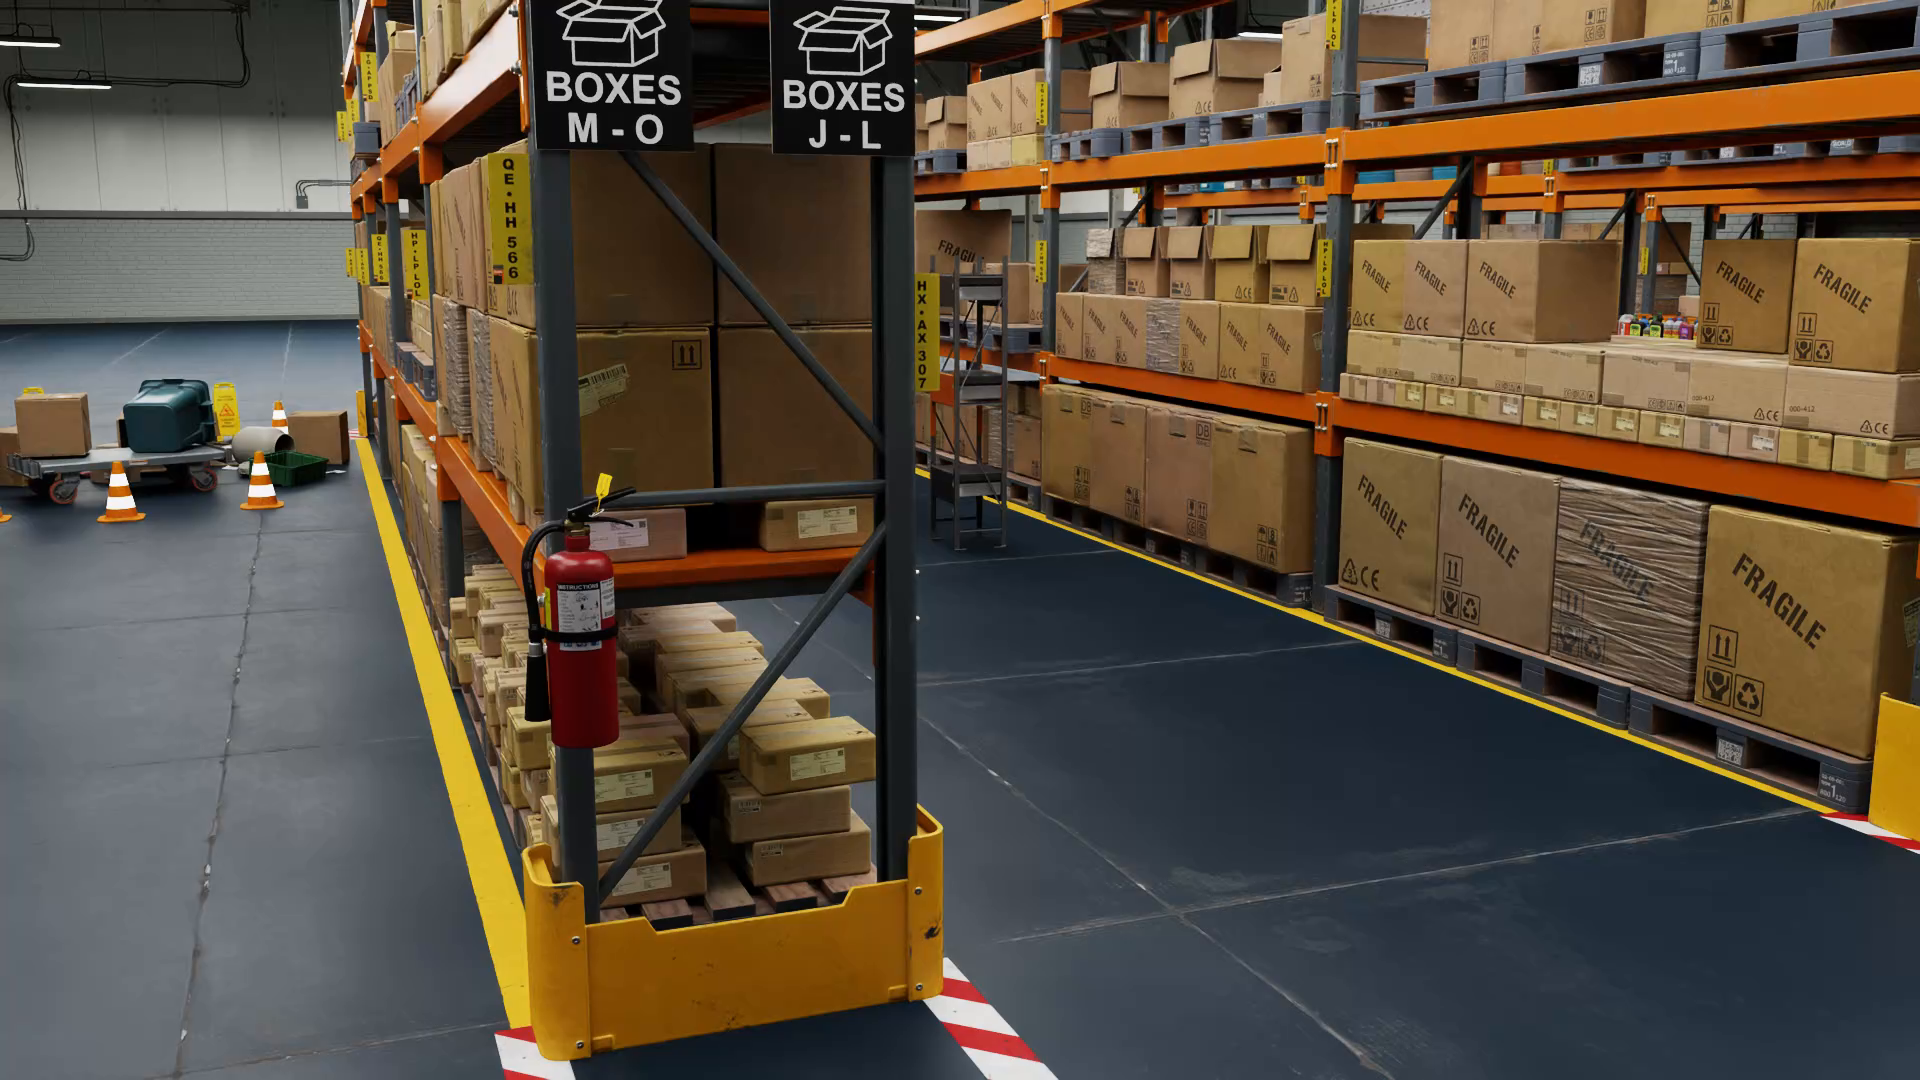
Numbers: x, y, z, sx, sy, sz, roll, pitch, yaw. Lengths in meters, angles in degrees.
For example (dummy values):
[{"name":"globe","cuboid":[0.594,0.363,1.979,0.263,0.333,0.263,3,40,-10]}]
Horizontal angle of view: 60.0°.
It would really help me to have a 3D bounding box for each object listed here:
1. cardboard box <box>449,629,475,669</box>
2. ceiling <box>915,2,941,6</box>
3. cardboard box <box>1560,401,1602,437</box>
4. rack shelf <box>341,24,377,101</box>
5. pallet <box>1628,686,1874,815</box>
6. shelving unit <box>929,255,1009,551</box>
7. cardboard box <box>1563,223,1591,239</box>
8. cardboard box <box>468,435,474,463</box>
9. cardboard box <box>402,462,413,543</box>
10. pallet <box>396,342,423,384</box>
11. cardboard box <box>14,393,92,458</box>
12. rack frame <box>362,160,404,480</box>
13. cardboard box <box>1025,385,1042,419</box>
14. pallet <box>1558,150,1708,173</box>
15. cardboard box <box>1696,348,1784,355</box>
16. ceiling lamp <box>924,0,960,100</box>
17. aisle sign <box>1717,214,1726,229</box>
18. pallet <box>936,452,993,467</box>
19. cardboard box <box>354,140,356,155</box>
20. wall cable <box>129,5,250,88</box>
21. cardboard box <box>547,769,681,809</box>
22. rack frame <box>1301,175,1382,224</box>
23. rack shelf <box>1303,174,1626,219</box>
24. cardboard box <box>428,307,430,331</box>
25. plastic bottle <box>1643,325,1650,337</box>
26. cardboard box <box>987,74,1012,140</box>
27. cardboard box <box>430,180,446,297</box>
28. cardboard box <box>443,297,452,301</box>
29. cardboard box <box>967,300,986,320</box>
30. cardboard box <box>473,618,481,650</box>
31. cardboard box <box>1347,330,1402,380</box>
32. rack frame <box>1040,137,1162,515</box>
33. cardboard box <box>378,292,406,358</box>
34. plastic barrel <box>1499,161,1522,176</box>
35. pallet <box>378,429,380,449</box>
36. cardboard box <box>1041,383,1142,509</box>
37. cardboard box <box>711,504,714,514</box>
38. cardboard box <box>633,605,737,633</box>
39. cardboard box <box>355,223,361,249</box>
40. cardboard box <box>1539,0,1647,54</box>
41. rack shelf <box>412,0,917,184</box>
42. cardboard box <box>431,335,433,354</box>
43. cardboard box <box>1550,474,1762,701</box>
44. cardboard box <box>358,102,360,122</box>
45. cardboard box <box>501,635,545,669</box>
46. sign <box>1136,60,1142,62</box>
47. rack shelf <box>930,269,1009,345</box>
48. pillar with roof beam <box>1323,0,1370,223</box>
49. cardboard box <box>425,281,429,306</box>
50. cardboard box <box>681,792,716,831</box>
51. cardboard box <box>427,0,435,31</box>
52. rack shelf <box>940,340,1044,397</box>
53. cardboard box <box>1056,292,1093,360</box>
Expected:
[{"name":"cardboard box","cuboid":[-2.227,0.507,7.945,0.380,0.149,0.250,-4,11,-23]},{"name":"ceiling","cuboid":[-4.403,-15.733,49.480,6.000,0.001,6.000,-4,11,-21]},{"name":"cardboard box","cuboid":[3.060,-0.578,7.821,0.380,0.149,0.250,-4,11,-20]},{"name":"rack shelf","cuboid":[-5.683,-4.804,16.930,1.077,0.370,4.000,-4,11,-21]},{"name":"pallet","cuboid":[3.687,0.833,7.137,1.003,0.211,1.213,-4,11,-21]},{"name":"shelving unit","cuboid":[0.060,-1.007,12.084,0.431,2.100,0.503,-4,11,-21]},{"name":"cardboard box","cuboid":[8.404,-3.926,21.935,0.700,0.500,0.500,-4,11,-21]},{"name":"cardboard box","cuboid":[-1.830,-0.411,6.883,0.380,0.149,0.250,-4,11,-20]},{"name":"cardboard box","cuboid":[-3.490,-0.267,11.293,0.500,0.500,0.500,-4,11,-23]},{"name":"pallet","cuboid":[-3.151,-1.218,11.252,1.213,0.211,1.003,-4,11,-21]},{"name":"cardboard box","cuboid":[-7.887,-1.005,14.478,0.500,0.500,0.500,-4,11,-21]},{"name":"rack frame","cuboid":[-4.958,-2.075,15.522,1.000,3.000,0.127,-4,11,-21]},{"name":"cardboard box","cuboid":[0.880,-1.183,14.247,0.500,0.250,0.500,-3,11,-19]},{"name":"pallet","cuboid":[5.953,-3.288,14.312,1.003,0.211,1.213,-4,11,-21]},{"name":"cardboard box","cuboid":[3.754,-0.750,7.648,0.500,0.250,0.500,-4,11,-23]},{"name":"ceiling lamp","cuboid":[-0.933,-13.689,47.014,2.000,3.185,0.800,-4,11,-21]},{"name":"aisle sign","cuboid":[11.796,-5.242,25.902,0.394,0.787,0.004,-4,11,-21]},{"name":"pallet","cuboid":[0.430,-0.674,15.608,1.003,0.211,1.213,-4,11,-21]},{"name":"cardboard box","cuboid":[-5.852,-3.931,16.624,0.380,0.149,0.250,-4,11,-21]},{"name":"wall cable","cuboid":[-21.498,-13.891,46.278,3.097,2.526,0.112,-4,11,-21]},{"name":"cardboard box","cuboid":[-1.112,0.820,5.339,0.380,0.149,0.250,-4,11,-22]},{"name":"rack frame","cuboid":[4.317,-2.688,18.966,1.000,3.000,0.127,-4,11,-21]},{"name":"rack shelf","cuboid":[5.042,-3.484,16.931,1.077,0.370,4.000,-4,11,-21]},{"name":"cardboard box","cuboid":[-2.951,-1.306,9.868,0.380,0.149,0.250,-3,11,-19]},{"name":"plastic bottle","cuboid":[5.855,-1.728,14.137,0.097,0.201,0.097,0,10,0]},{"name":"cardboard box","cuboid":[0.549,-3.638,14.028,0.500,0.500,0.500,-4,11,-21]},{"name":"cardboard box","cuboid":[-2.123,-1.368,7.557,0.500,0.500,0.500,-4,11,-20]},{"name":"cardboard box","cuboid":[-1.929,-0.788,7.150,0.500,0.500,0.500,-4,11,-21]},{"name":"cardboard box","cuboid":[0.295,-2.116,14.937,0.396,0.266,0.258,-4,11,-23]},{"name":"cardboard box","cuboid":[-2.051,0.396,7.721,0.380,0.149,0.250,-4,11,-20]},{"name":"cardboard box","cuboid":[2.526,-1.047,9.320,0.500,0.250,0.500,-4,11,-22]},{"name":"rack frame","cuboid":[1.150,-1.721,13.528,1.000,3.000,0.127,-4,11,-21]},{"name":"cardboard box","cuboid":[-4.283,-1.691,13.077,0.500,0.500,0.500,-4,11,-22]},{"name":"plastic barrel","cuboid":[5.434,-3.978,16.426,0.600,0.830,0.708,-4,11,-21]},{"name":"pallet","cuboid":[-5.607,-1.031,17.613,1.003,0.211,1.213,-4,11,-21]},{"name":"cardboard box","cuboid":[1.381,-0.767,13.037,1.225,0.875,0.875,-4,11,-24]},{"name":"cardboard box","cuboid":[-0.600,-0.153,5.431,0.380,0.149,0.250,-4,11,-23]},{"name":"cardboard box","cuboid":[-1.147,0.384,6.937,0.380,0.149,0.250,-4,11,-23]},{"name":"cardboard box","cuboid":[-5.948,-3.087,17.696,0.875,0.550,0.550,-4,11,-21]},{"name":"cardboard box","cuboid":[3.187,-2.543,7.819,0.700,0.500,0.500,-3,11,-18]},{"name":"rack shelf","cuboid":[-1.335,-1.566,6.146,1.077,0.370,4.000,-4,11,-21]},{"name":"cardboard box","cuboid":[-2.863,-1.117,9.654,0.380,0.149,0.250,-3,11,-18]},{"name":"cardboard box","cuboid":[3.413,0.177,7.730,0.875,0.875,0.875,-4,11,-21]},{"name":"cardboard box","cuboid":[-5.376,-3.945,15.561,0.500,0.250,0.500,-4,11,-22]},{"name":"cardboard box","cuboid":[-1.585,0.461,6.508,0.380,0.149,0.250,-4,11,-21]},{"name":"sign","cuboid":[2.354,-6.157,21.937,0.100,0.325,0.005,-4,11,-21]},{"name":"rack shelf","cuboid":[0.060,-1.683,11.964,0.431,0.518,0.480,-4,11,-21]},{"name":"pillar with roof beam","cuboid":[4.800,-8.549,34.787,9.100,9.000,0.548,-4,11,-21]},{"name":"cardboard box","cuboid":[-3.044,-1.496,10.086,0.380,0.149,0.250,-4,11,-19]},{"name":"cardboard box","cuboid":[-0.769,0.897,5.755,0.380,0.149,0.250,-4,11,-20]},{"name":"cardboard box","cuboid":[-1.933,-2.243,6.901,0.500,0.250,0.500,-4,11,-21]},{"name":"rack shelf","cuboid":[0.426,-1.693,15.426,1.077,0.370,4.000,-4,11,-21]},{"name":"cardboard box","cuboid":[1.073,-1.673,12.976,0.500,0.500,0.500,-4,11,-19]}]
